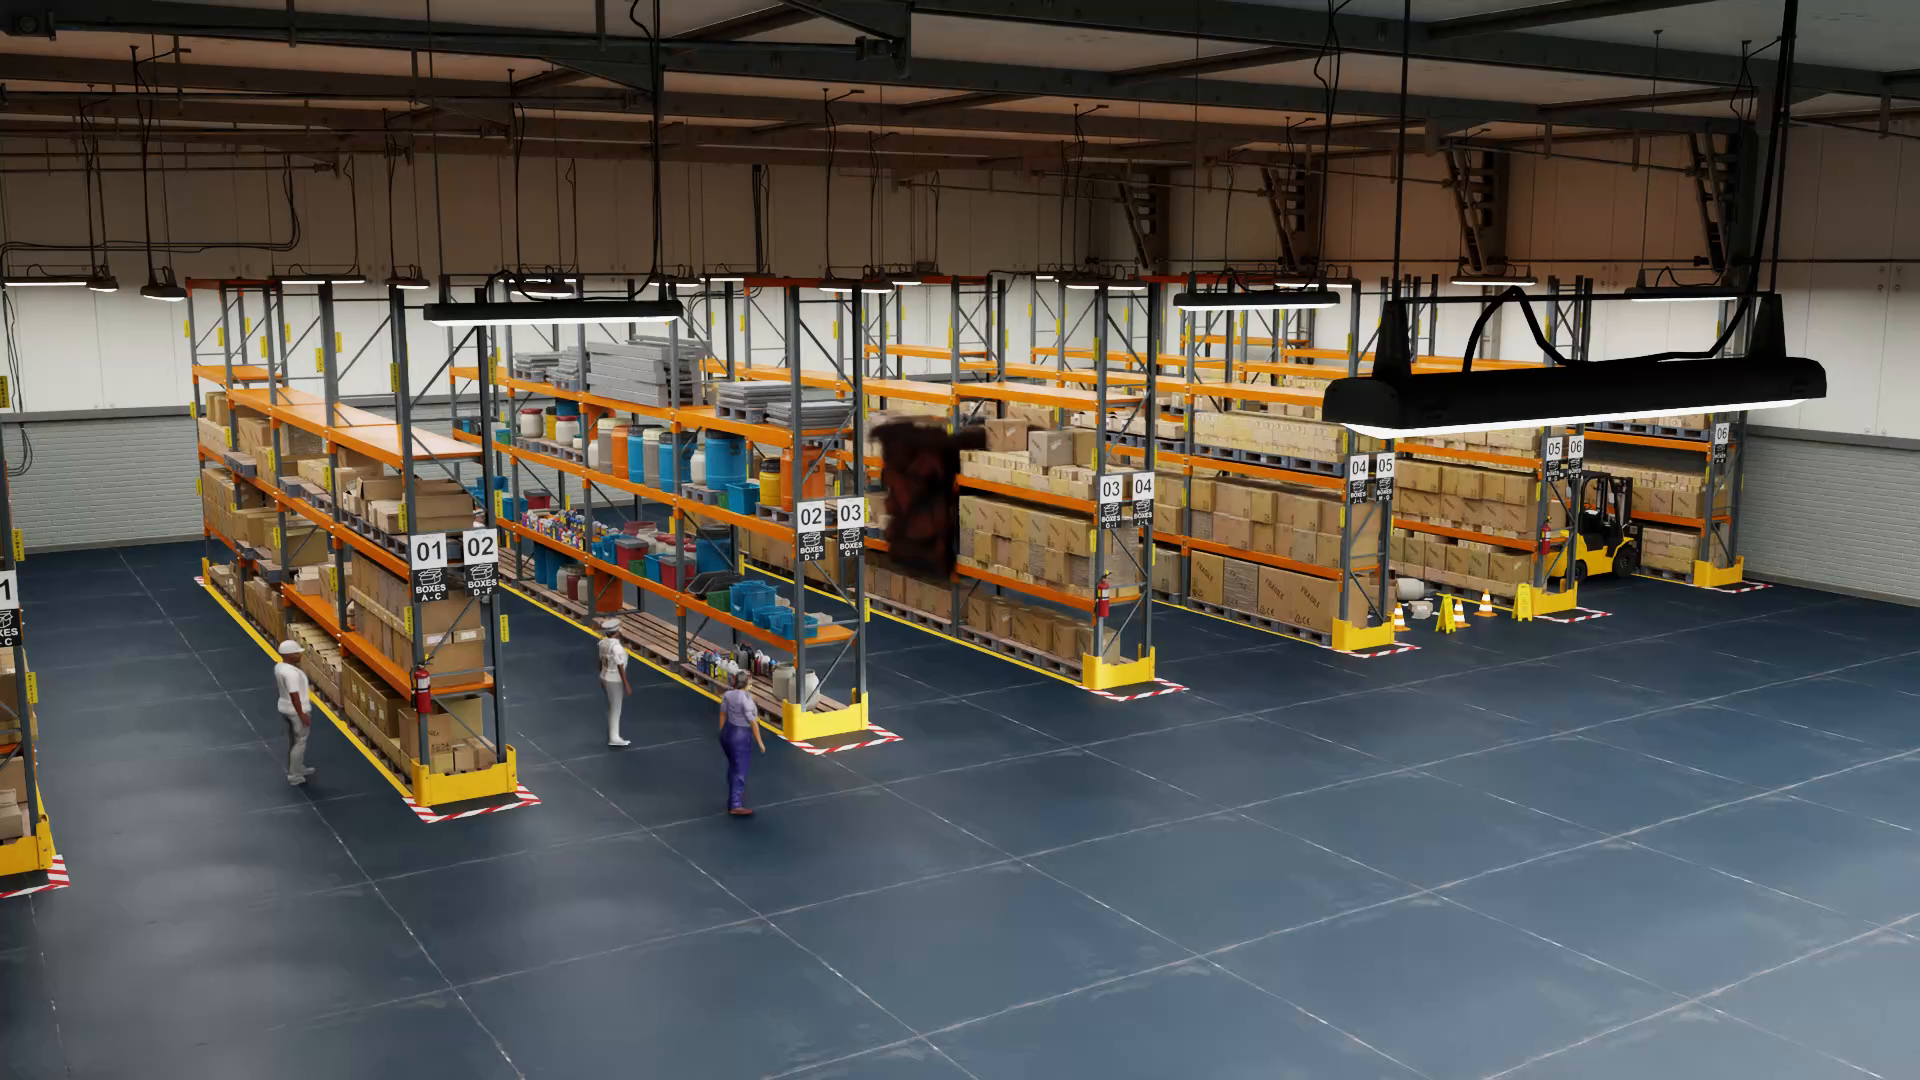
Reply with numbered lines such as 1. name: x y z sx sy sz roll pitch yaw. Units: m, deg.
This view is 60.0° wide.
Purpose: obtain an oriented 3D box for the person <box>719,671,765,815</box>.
1. person: -2.570 2.329 19.315 0.559 1.672 0.690 -7 12 -37

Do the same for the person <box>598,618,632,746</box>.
1. person: -4.547 1.893 21.900 0.360 1.735 0.528 -4 11 -25

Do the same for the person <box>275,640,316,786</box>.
1. person: -8.112 2.083 20.371 0.582 1.768 0.567 7 12 36

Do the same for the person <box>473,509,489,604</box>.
1. person: -8.894 0.292 30.897 0.452 1.761 0.606 -7 12 -35
